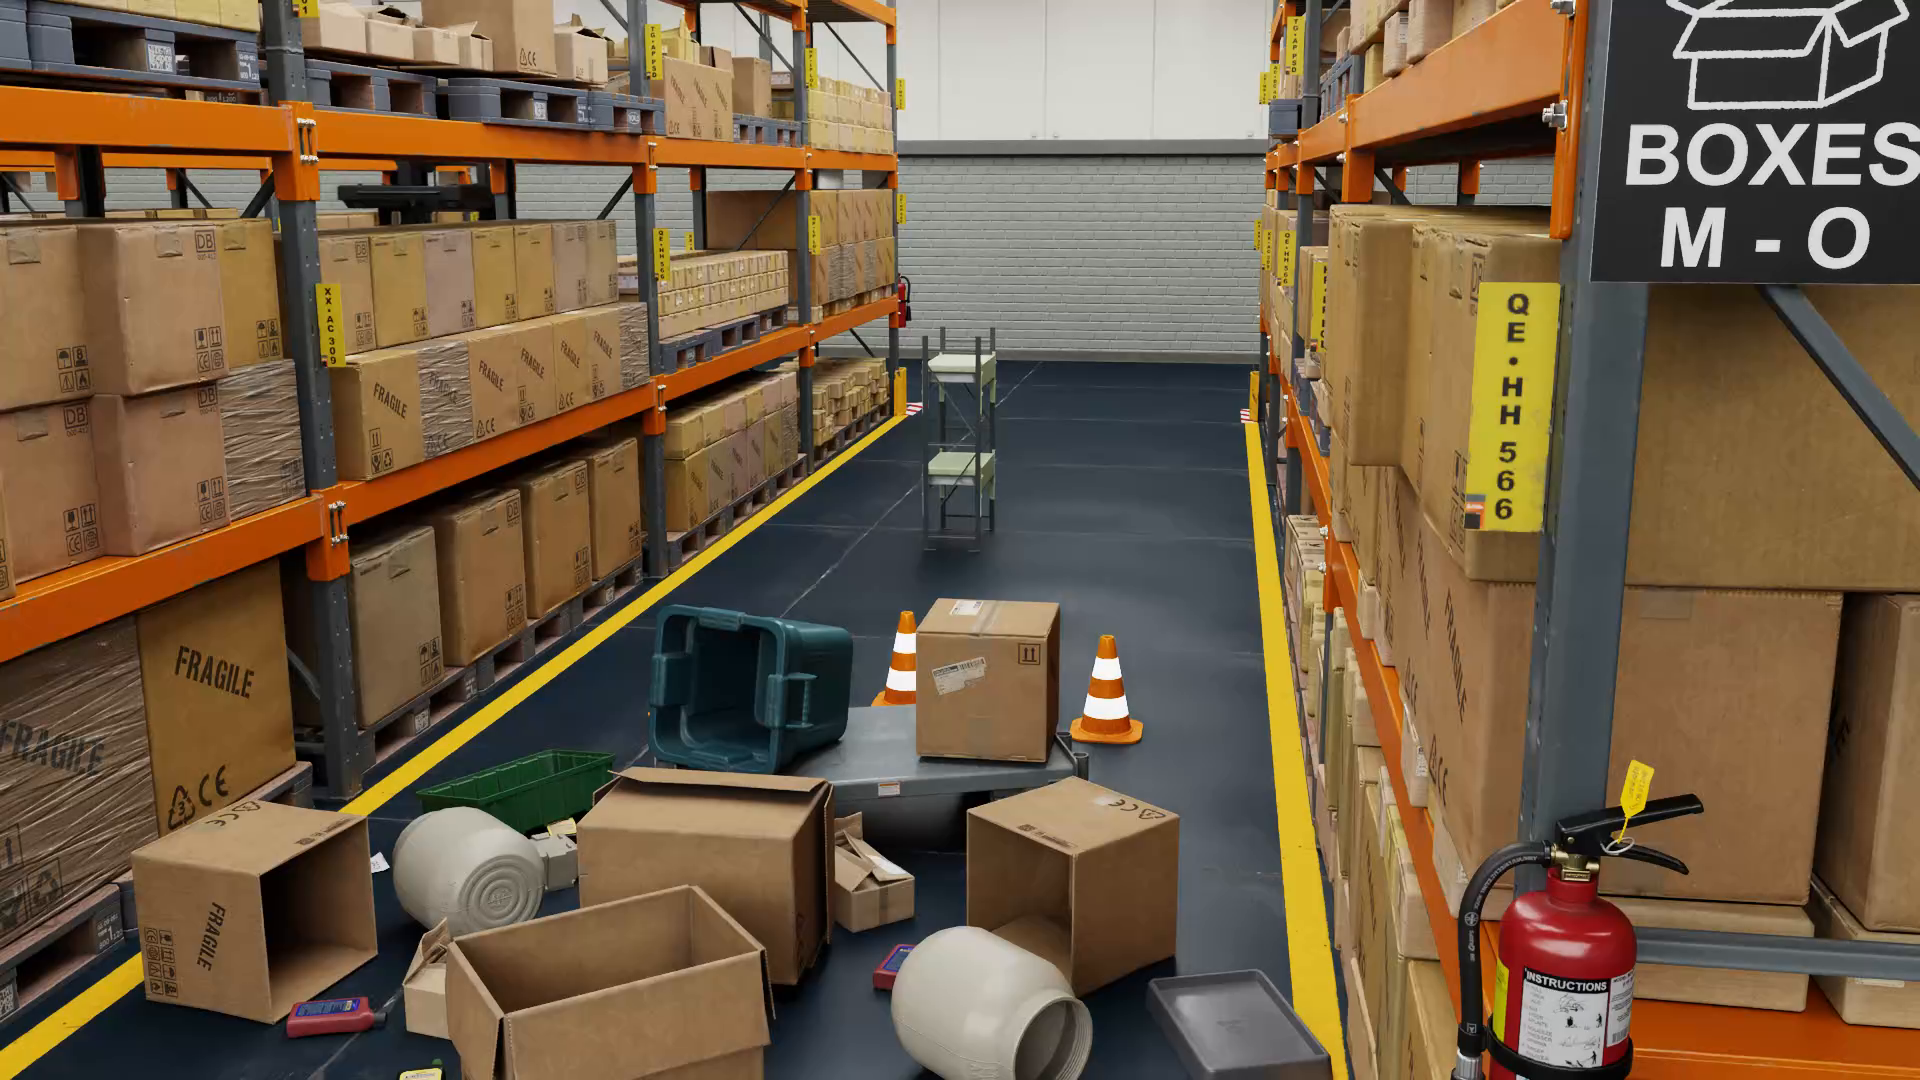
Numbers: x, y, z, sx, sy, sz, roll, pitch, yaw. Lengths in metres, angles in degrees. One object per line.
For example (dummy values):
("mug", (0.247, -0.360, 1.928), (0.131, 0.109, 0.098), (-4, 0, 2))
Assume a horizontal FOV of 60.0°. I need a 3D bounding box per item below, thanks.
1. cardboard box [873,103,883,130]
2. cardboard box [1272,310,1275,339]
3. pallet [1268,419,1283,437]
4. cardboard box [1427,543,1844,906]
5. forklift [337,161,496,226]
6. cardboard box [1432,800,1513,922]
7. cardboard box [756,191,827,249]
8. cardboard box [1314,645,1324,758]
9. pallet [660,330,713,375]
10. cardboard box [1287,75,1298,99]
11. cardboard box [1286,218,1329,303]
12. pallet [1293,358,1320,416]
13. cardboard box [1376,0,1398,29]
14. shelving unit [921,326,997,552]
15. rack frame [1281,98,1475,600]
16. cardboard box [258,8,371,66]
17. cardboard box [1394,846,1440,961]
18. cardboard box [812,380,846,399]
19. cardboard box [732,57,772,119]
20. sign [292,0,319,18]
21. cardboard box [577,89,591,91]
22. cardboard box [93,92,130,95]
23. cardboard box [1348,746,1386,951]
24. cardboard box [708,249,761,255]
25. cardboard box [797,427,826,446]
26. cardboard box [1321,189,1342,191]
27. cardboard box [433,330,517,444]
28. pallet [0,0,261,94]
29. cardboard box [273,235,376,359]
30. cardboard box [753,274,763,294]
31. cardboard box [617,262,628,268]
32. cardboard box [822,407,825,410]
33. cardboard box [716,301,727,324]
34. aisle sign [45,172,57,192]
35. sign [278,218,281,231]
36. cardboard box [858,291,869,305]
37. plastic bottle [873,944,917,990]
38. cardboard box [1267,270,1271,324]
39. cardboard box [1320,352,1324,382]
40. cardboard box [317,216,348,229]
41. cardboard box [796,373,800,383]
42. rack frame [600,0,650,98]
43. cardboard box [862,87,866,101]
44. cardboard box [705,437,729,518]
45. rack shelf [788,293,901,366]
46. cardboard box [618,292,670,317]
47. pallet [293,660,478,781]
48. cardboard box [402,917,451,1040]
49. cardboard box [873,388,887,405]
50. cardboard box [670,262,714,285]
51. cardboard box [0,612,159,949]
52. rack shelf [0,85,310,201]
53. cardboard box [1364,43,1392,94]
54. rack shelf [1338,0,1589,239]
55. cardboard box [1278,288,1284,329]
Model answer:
("cardboard box", (-1.079, -4.325, 16.993), (0.500, 0.250, 0.500), (2, 12, 7))
("cardboard box", (2.703, -1.662, 12.944), (0.500, 0.250, 0.500), (2, 12, 7))
("pallet", (3.489, -0.974, 16.011), (1.003, 0.211, 1.213), (2, 12, 9))
("cardboard box", (1.075, 0.255, 2.746), (0.500, 0.500, 0.500), (2, 12, 8))
("forklift", (-4.378, -1.897, 13.837), (1.130, 2.935, 3.031), (2, 12, 9))
("cardboard box", (1.040, 0.553, 2.903), (0.380, 0.149, 0.250), (2, 12, 8))
("cardboard box", (-1.487, -2.835, 14.712), (0.500, 0.500, 0.500), (2, 12, 10))
("cardboard box", (1.958, 0.709, 6.825), (0.950, 0.372, 0.625), (2, 12, 9))
("pallet", (-2.408, -1.291, 11.321), (1.213, 0.211, 1.003), (2, 12, 9))
("cardboard box", (2.459, -3.027, 10.563), (0.700, 0.500, 0.500), (1, 12, 6))
("cardboard box", (2.316, -1.748, 10.372), (0.500, 0.500, 0.500), (2, 12, 7))
("pallet", (2.490, -0.848, 9.265), (1.213, 0.211, 1.003), (2, 12, 9))
("cardboard box", (1.381, -1.505, 4.389), (0.500, 0.250, 0.500), (2, 12, 9))
("shelving unit", (-0.001, -0.732, 11.829), (0.431, 1.500, 0.755), (2, 12, 9))
("rack frame", (2.495, -1.094, 9.949), (1.000, 3.000, 0.127), (2, 12, 9))
("cardboard box", (-3.055, -2.312, 7.603), (0.500, 0.250, 0.500), (2, 12, 8))
("cardboard box", (1.120, 0.773, 3.498), (0.380, 0.149, 0.250), (2, 12, 10))
("cardboard box", (-1.311, -1.448, 15.953), (0.380, 0.149, 0.250), (2, 12, 10))
("cardboard box", (-1.964, -3.711, 13.739), (0.700, 0.500, 0.500), (2, 12, 9))
("sign", (-2.479, -2.141, 6.272), (0.100, 0.325, 0.005), (2, 12, 9))
("cardboard box", (-2.575, -2.876, 10.859), (0.500, 0.500, 0.500), (2, 12, 9))
("cardboard box", (-7.004, -3.563, 13.045), (0.797, 0.503, 0.637), (2, 12, 8))
("cardboard box", (1.370, 0.845, 4.703), (0.500, 0.500, 0.500), (3, 12, 12))
("cardboard box", (-2.002, -2.370, 14.928), (0.500, 0.500, 0.500), (2, 12, 9))
("cardboard box", (-1.423, -0.943, 15.019), (0.380, 0.149, 0.250), (1, 12, 6))
("cardboard box", (3.852, -3.479, 16.867), (0.380, 0.149, 0.250), (2, 12, 10))
("cardboard box", (-2.524, -0.759, 8.160), (0.500, 0.500, 0.500), (2, 12, 8))
("pallet", (-3.163, -1.654, 5.637), (1.003, 0.211, 1.213), (2, 12, 9))
("cardboard box", (-2.957, -1.042, 7.097), (0.700, 0.500, 0.500), (2, 12, 8))
("cardboard box", (-1.781, -2.041, 13.238), (0.380, 0.149, 0.250), (1, 12, 7))
("cardboard box", (-2.628, -1.936, 12.044), (0.380, 0.149, 0.250), (2, 12, 9))
("cardboard box", (-1.473, -1.196, 15.485), (0.380, 0.149, 0.250), (2, 12, 8))
("cardboard box", (-1.942, -1.678, 12.261), (0.380, 0.149, 0.250), (2, 12, 9))
("aisle sign", (-10.661, -4.517, 19.663), (0.394, 0.787, 0.004), (2, 12, 9))
("sign", (-6.145, -2.759, 15.117), (0.100, 0.325, 0.005), (2, 12, 9))
("cardboard box", (-1.137, -2.488, 17.013), (0.380, 0.149, 0.250), (1, 12, 6))
("plastic bottle", (-0.172, 1.383, 5.431), (0.133, 0.061, 0.283), (4, 13, 18))
("cardboard box", (3.002, -2.188, 14.787), (0.500, 0.500, 0.500), (2, 12, 7))
("cardboard box", (1.884, -0.975, 7.457), (0.500, 0.500, 0.500), (2, 12, 11))
("cardboard box", (-6.273, -2.880, 16.107), (0.500, 0.500, 0.500), (2, 12, 9))
("cardboard box", (-1.725, -1.573, 16.530), (0.380, 0.149, 0.250), (2, 12, 9))
("rack frame", (-2.412, -4.166, 9.964), (1.000, 3.000, 0.127), (2, 12, 9))
("cardboard box", (-1.148, -4.441, 16.585), (0.380, 0.149, 0.250), (2, 12, 7))
("cardboard box", (-1.977, -0.460, 11.946), (0.500, 0.500, 0.500), (2, 12, 9))
("rack shelf", (-1.489, -2.131, 16.467), (1.077, 0.370, 4.000), (2, 12, 9))
("cardboard box", (-2.139, -1.555, 10.983), (0.380, 0.149, 0.250), (2, 12, 11))
("pallet", (-2.983, 0.799, 7.783), (1.003, 0.211, 1.213), (2, 12, 9))
("cardboard box", (-1.472, 1.353, 5.083), (0.396, 0.266, 0.258), (4, 13, 18))
("cardboard box", (-0.996, -1.537, 17.776), (0.380, 0.149, 0.250), (2, 12, 10))
("cardboard box", (-1.988, -1.915, 11.946), (0.380, 0.149, 0.250), (2, 12, 11))
("cardboard box", (-3.328, 0.749, 5.444), (0.875, 0.875, 0.875), (2, 12, 9))
("rack shelf", (-3.335, -1.099, 4.560), (1.077, 0.370, 4.000), (2, 12, 9))
("cardboard box", (1.491, -1.495, 5.288), (0.380, 0.149, 0.250), (2, 12, 9))
("rack shelf", (1.572, -0.960, 3.914), (1.077, 0.370, 4.000), (2, 12, 9))
("cardboard box", (2.452, -1.588, 11.412), (0.500, 0.250, 0.500), (2, 12, 7))
